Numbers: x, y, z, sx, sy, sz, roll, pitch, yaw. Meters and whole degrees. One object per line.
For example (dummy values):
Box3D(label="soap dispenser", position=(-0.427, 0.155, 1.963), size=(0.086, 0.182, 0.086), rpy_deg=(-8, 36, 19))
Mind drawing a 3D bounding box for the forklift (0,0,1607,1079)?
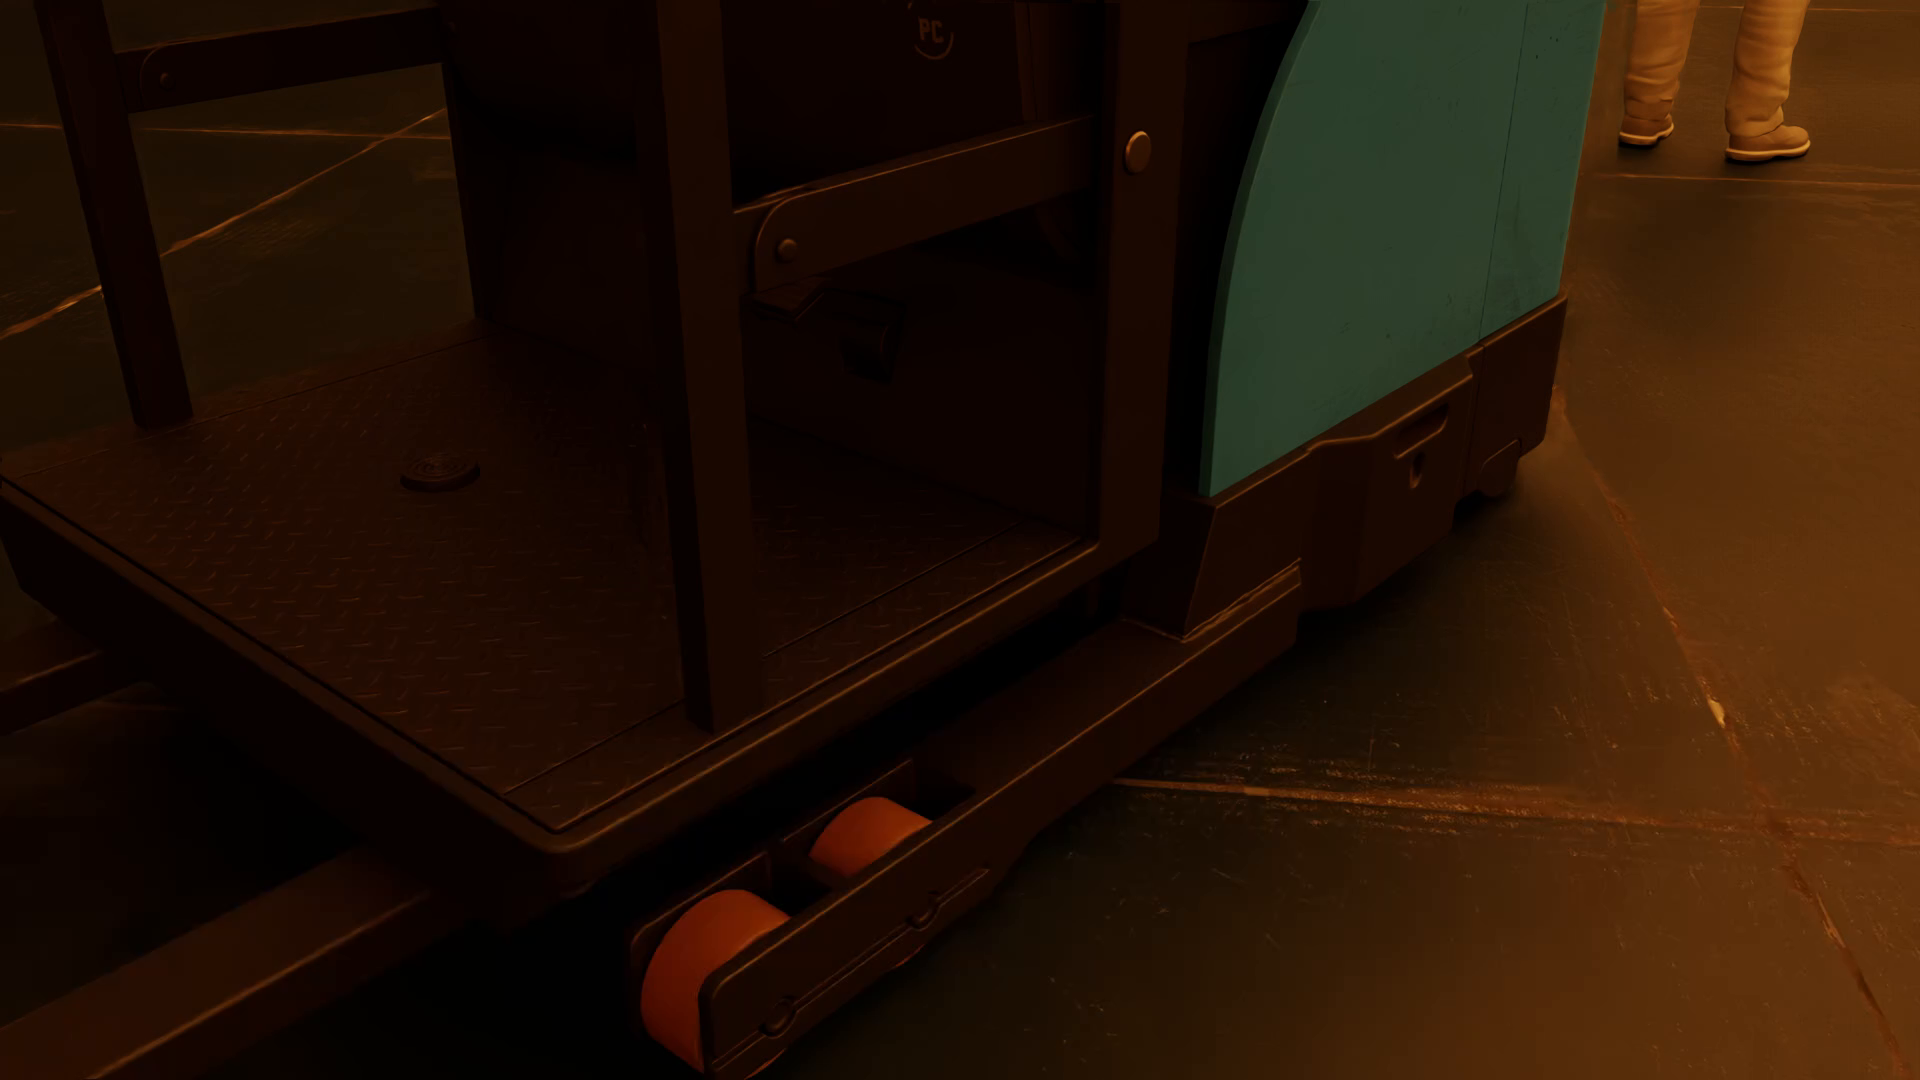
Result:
Box3D(label="forklift", position=(-0.399, -1.076, 1.373), size=(1.130, 2.935, 3.031), rpy_deg=(21, 33, 36))

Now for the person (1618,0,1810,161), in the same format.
Box3D(label="person", position=(2.067, -1.898, 4.348), size=(0.585, 1.747, 0.439), rpy_deg=(20, 33, 34))
